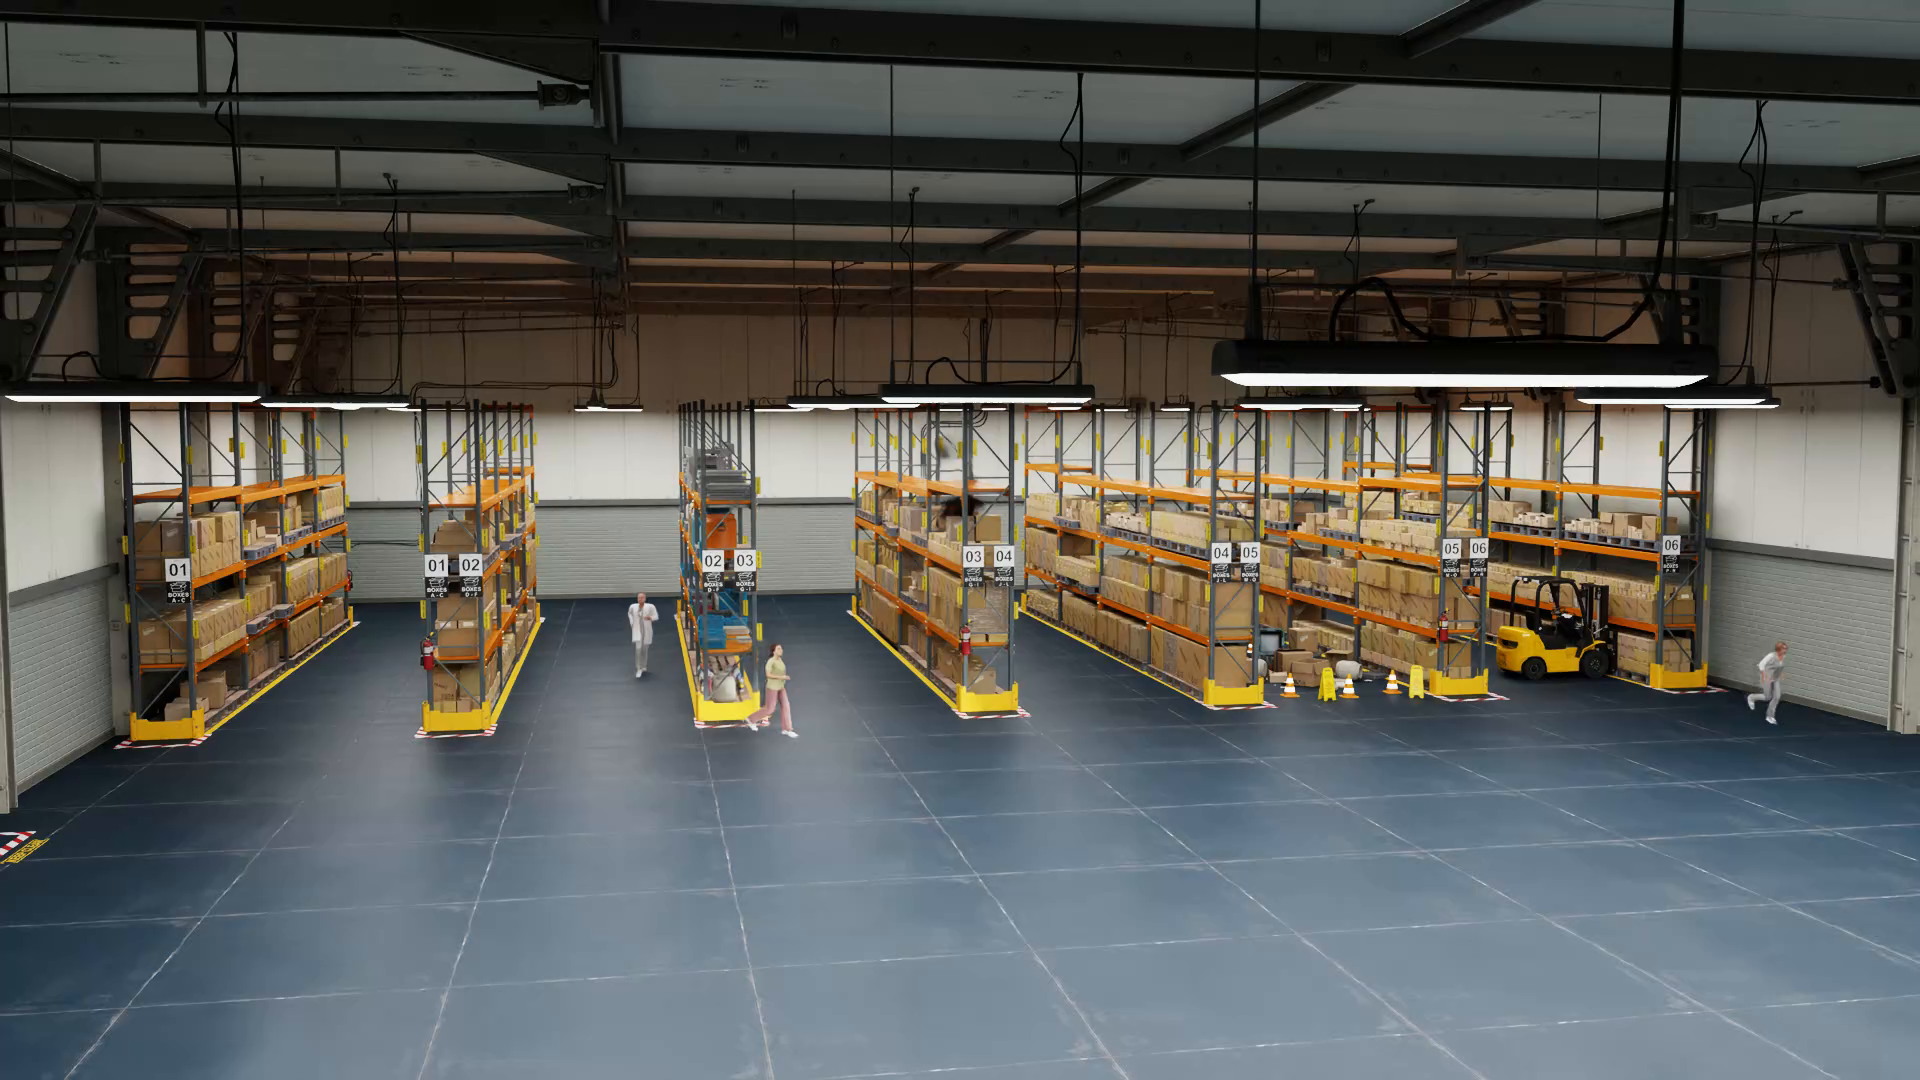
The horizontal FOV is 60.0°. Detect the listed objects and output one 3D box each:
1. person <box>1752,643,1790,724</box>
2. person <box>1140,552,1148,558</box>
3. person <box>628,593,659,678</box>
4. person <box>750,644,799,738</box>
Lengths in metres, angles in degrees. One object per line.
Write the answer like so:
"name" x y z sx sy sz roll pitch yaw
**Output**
"person" 15.118 2.659 31.008 0.535 1.507 0.743 -2 5 -24
"person" 5.554 1.101 50.342 0.723 1.630 0.576 -1 4 -16
"person" -6.962 2.077 36.603 0.674 1.836 0.924 -1 4 -8
"person" -3.278 2.670 29.581 0.903 1.669 0.587 2 5 21
